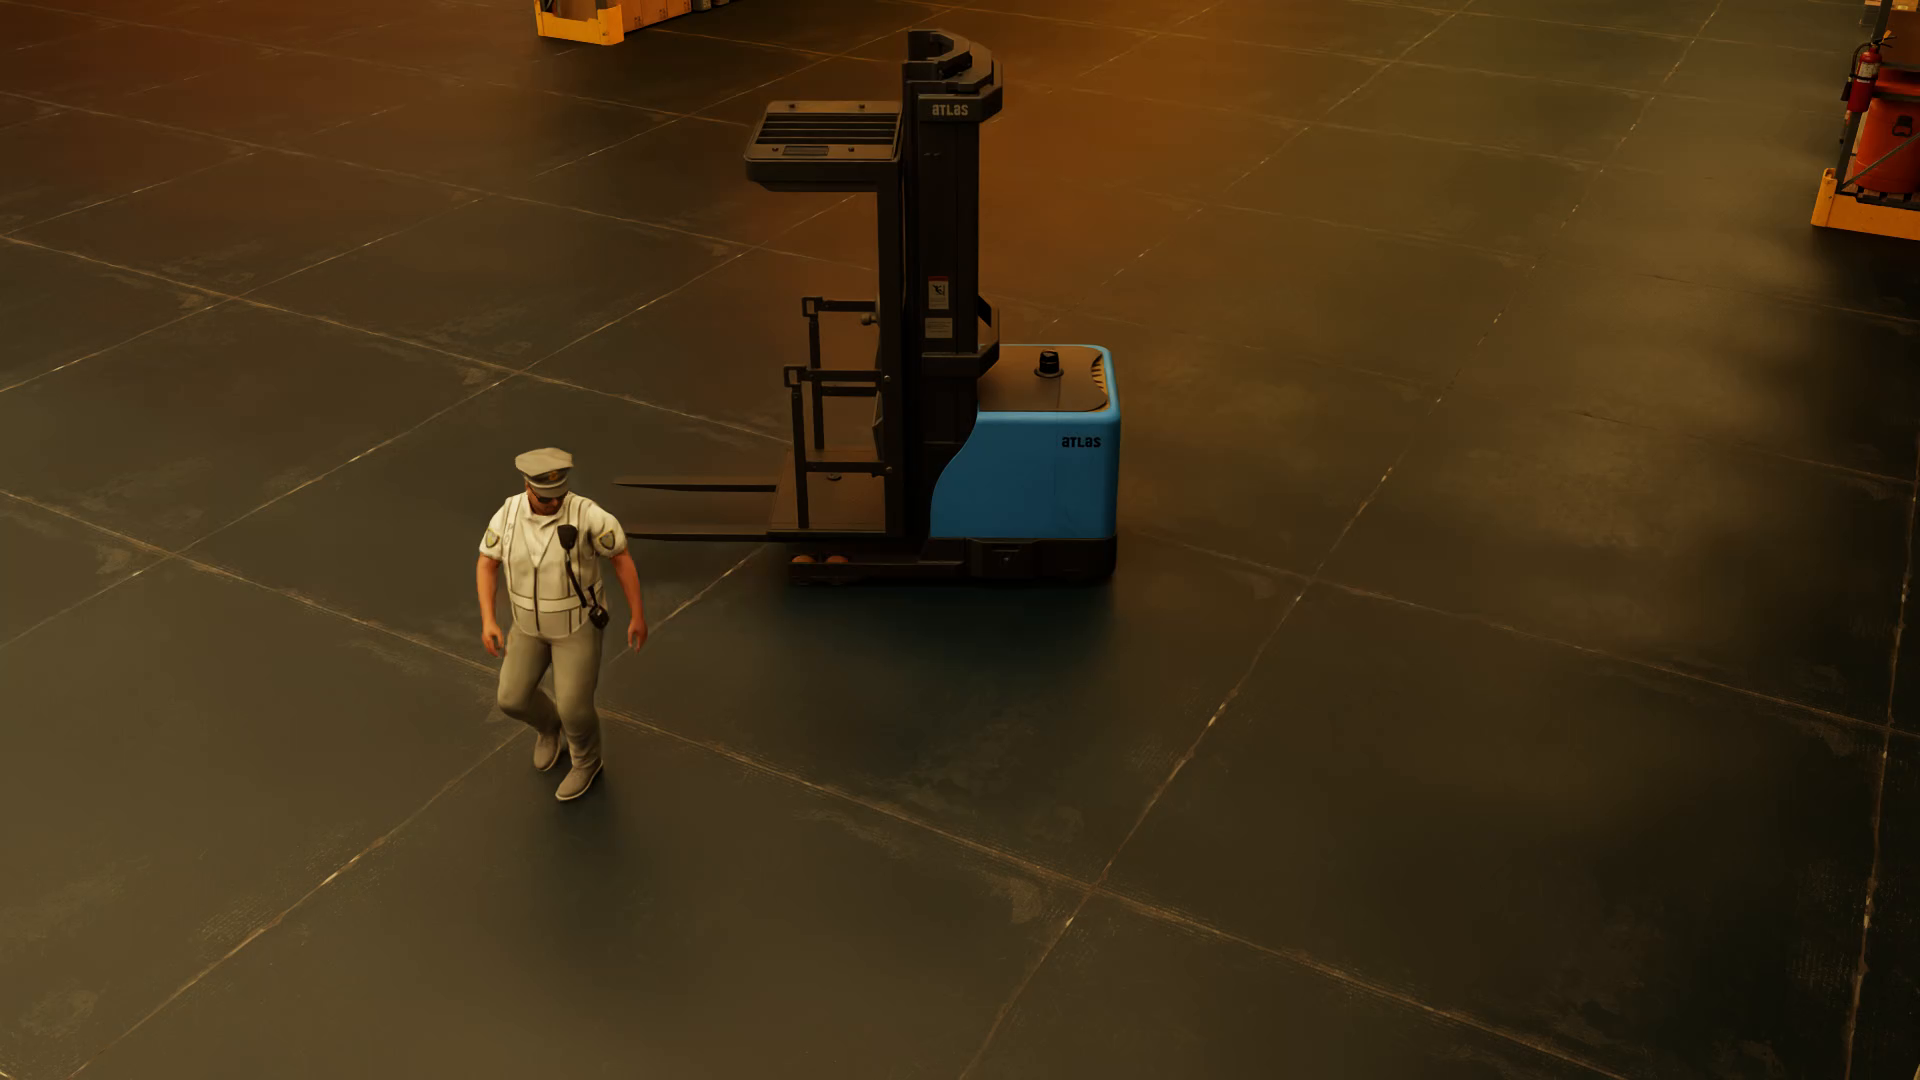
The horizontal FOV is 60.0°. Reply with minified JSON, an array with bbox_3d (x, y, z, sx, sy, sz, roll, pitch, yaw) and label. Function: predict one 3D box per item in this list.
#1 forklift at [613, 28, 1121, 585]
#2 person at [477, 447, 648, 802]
[{"bbox_3d":[-0.610,-1.275,9.279,3.031,2.935,1.130,0,30,1],"label":"forklift"},{"bbox_3d":[-1.812,0.400,7.617,0.779,1.727,0.492,8,31,13],"label":"person"}]
